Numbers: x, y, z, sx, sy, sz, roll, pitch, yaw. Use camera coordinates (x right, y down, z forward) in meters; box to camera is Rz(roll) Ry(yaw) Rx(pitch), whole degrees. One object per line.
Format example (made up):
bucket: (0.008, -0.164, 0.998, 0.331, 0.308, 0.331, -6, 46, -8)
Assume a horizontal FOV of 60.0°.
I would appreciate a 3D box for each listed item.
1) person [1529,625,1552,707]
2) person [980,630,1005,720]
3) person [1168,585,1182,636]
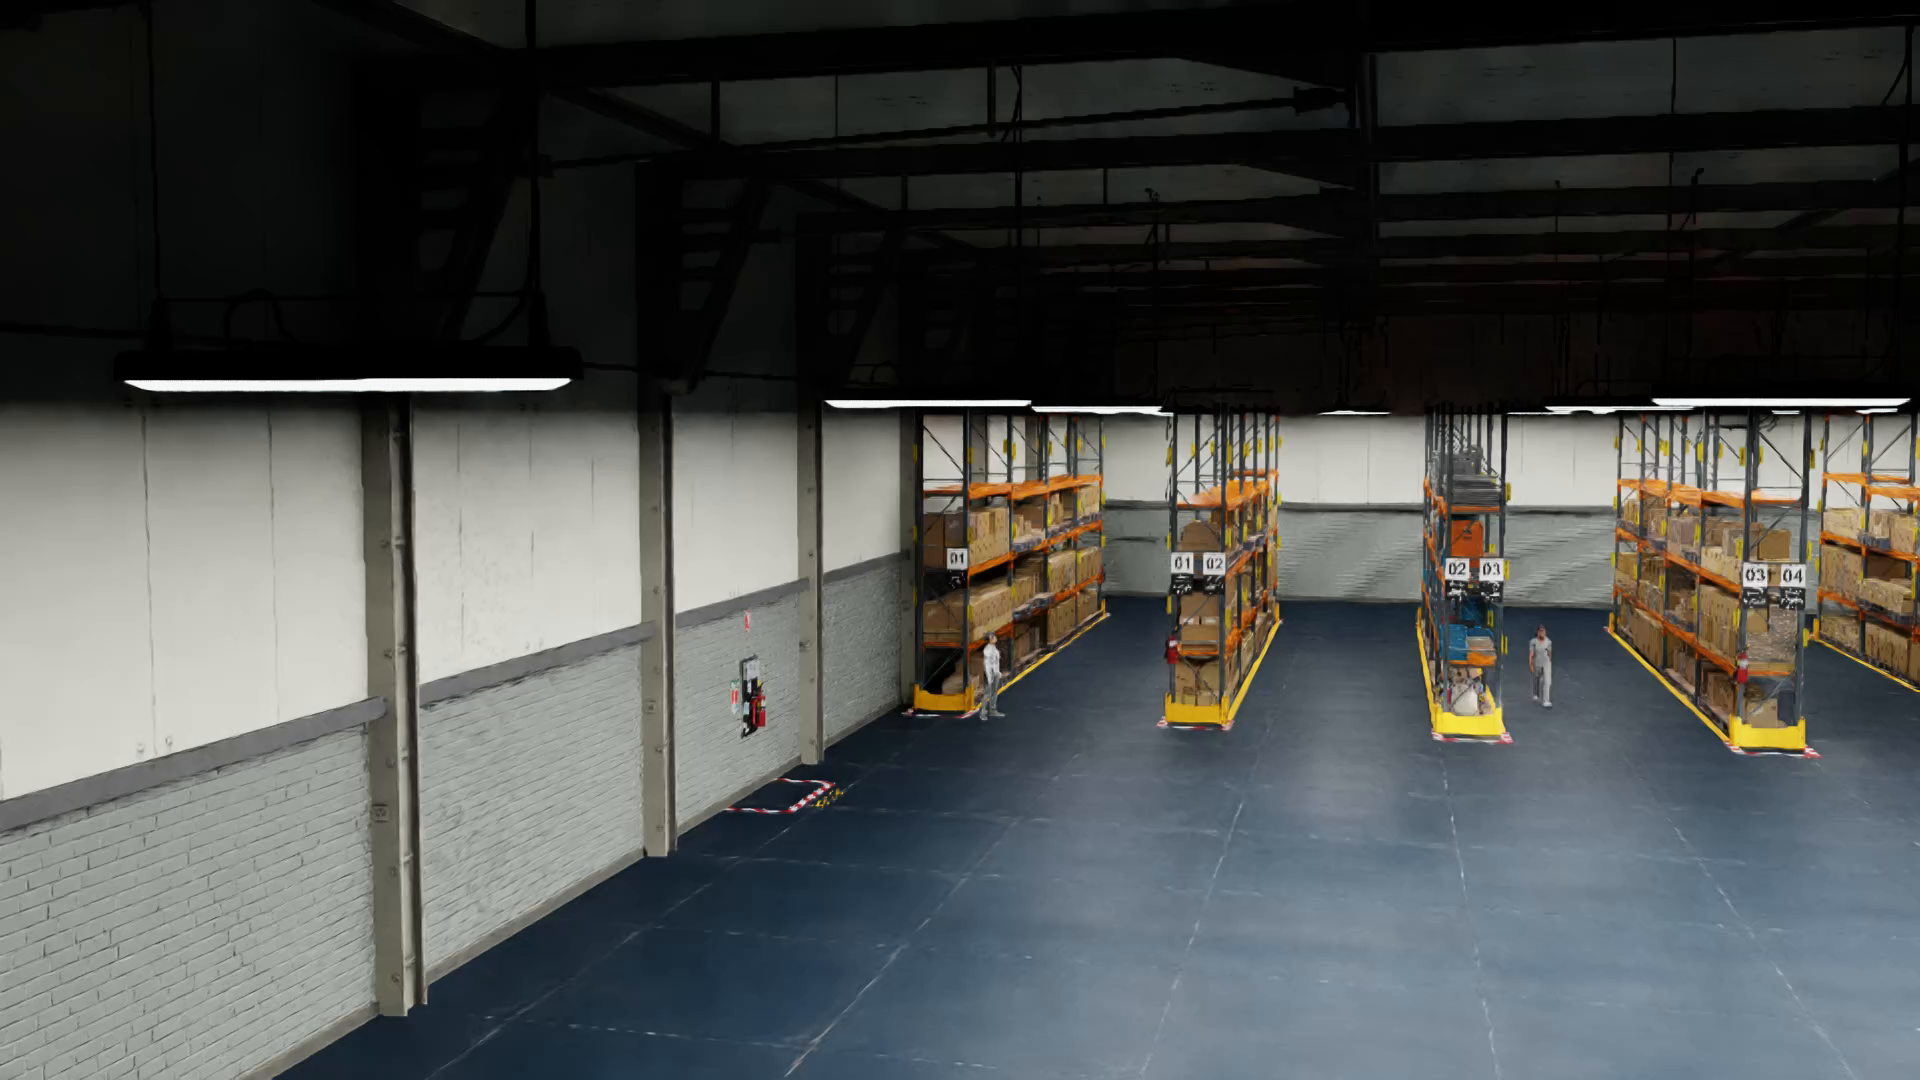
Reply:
person: (11.534, 2.472, 33.064, 0.443, 1.586, 1.110, 1, 4, 16)
person: (0.597, 2.540, 31.504, 0.370, 1.681, 0.636, 2, 5, 22)
person: (5.778, 1.668, 43.267, 0.729, 1.733, 0.546, 1, 4, 13)
